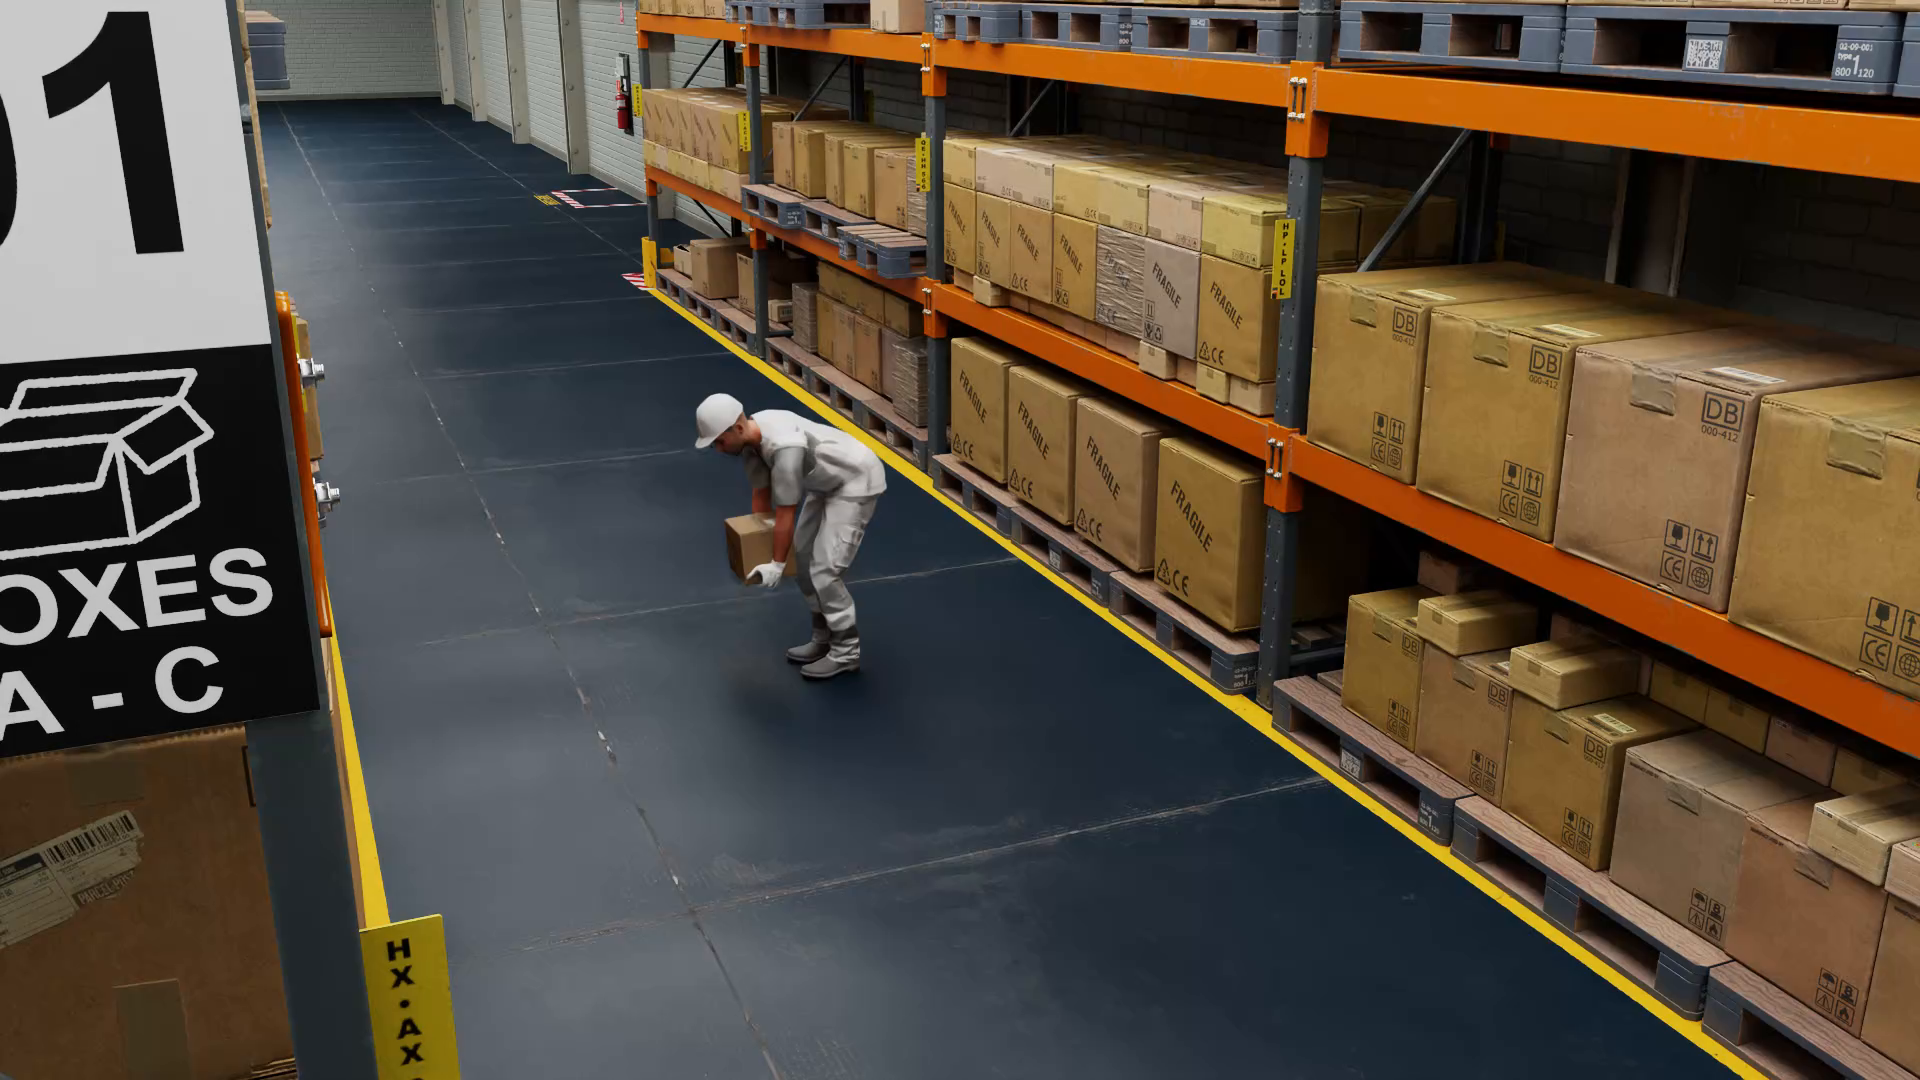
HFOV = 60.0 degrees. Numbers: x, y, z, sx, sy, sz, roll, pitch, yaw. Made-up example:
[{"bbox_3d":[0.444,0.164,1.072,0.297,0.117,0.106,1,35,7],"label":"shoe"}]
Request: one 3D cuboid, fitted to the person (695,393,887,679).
[{"bbox_3d":[-0.779,-0.036,7.742,0.887,1.393,0.490,-8,20,-24],"label":"person"}]
